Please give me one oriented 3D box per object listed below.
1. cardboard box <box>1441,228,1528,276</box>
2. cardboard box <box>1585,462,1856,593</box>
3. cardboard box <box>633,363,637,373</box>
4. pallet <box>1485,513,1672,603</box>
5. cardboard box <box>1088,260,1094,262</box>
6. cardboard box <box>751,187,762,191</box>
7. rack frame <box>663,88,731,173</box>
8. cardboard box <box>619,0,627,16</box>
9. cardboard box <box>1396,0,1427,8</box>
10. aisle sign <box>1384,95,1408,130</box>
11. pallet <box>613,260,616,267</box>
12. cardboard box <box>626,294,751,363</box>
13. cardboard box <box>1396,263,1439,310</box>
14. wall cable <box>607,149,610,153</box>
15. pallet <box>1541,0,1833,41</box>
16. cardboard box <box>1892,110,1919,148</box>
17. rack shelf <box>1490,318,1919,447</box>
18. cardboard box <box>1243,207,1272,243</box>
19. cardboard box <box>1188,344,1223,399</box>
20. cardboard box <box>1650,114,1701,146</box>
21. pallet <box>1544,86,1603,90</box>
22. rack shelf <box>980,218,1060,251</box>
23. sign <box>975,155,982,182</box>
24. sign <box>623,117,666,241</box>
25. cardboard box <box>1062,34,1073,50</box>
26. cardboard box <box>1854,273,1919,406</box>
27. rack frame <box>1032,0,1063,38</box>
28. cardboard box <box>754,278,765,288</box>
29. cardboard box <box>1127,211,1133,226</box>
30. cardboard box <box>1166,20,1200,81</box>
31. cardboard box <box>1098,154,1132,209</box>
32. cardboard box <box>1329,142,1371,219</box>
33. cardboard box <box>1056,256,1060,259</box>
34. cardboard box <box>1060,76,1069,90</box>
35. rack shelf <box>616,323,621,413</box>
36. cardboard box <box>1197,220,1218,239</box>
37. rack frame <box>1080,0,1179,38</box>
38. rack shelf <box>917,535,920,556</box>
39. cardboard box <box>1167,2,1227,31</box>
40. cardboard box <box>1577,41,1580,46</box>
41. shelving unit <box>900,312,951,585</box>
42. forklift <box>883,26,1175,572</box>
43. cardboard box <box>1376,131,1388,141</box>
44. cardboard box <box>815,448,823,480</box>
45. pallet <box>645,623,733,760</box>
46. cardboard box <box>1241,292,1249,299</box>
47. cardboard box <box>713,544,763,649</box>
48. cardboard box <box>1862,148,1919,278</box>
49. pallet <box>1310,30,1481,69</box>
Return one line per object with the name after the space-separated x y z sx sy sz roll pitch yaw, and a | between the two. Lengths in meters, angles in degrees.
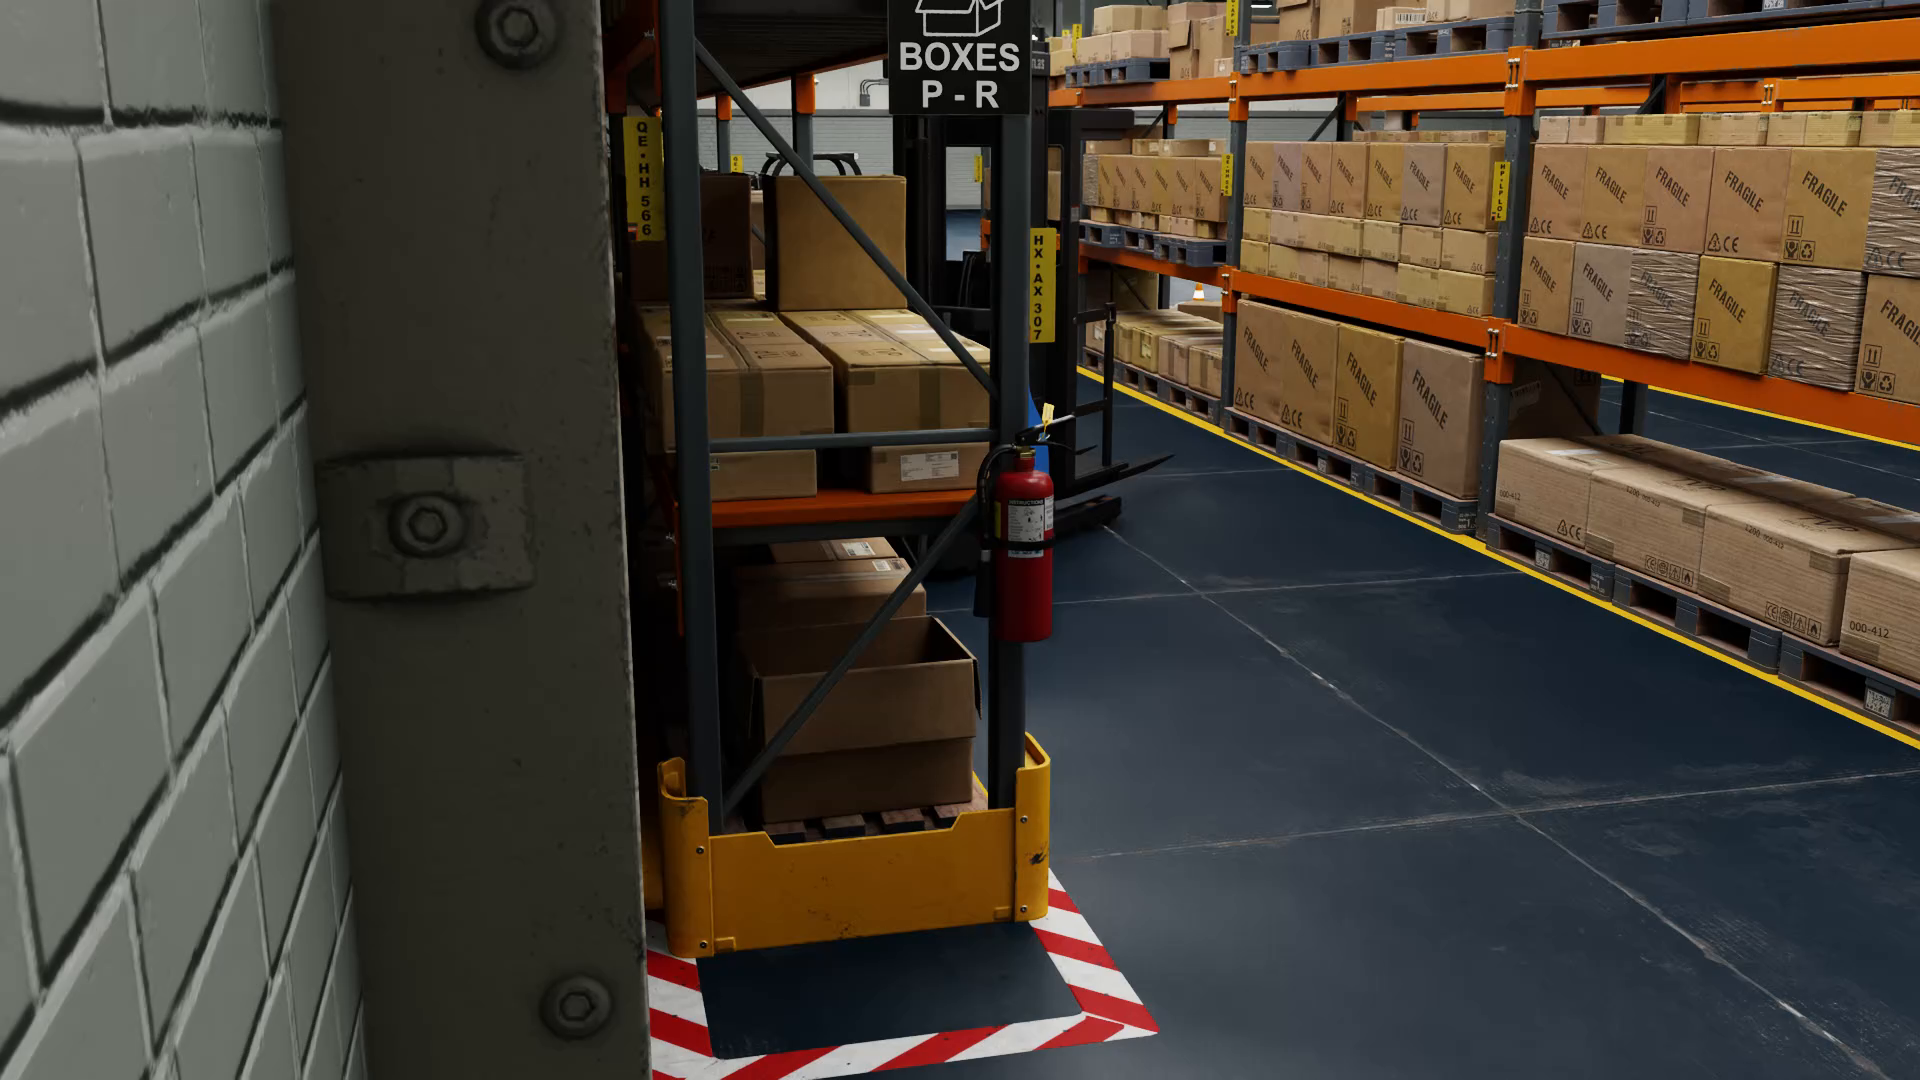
3.243 -1.736 9.976 0.500 0.250 0.500 -3 14 -13 | cardboard box
3.836 -0.080 8.448 0.875 0.438 0.875 -4 14 -15 | cardboard box
-1.315 -0.868 7.687 0.380 0.149 0.250 -3 14 -13 | cardboard box
3.685 0.056 9.252 1.003 0.211 1.213 -3 14 -13 | pallet
1.570 -2.950 19.010 0.500 0.500 0.500 -3 14 -10 | cardboard box
-1.618 -2.011 10.736 0.797 0.503 0.637 -4 14 -14 | cardboard box
-2.181 -2.123 12.298 1.000 3.000 0.127 -3 14 -13 | rack frame
-1.158 -2.147 6.604 0.380 0.149 0.250 -3 14 -12 | cardboard box
3.339 -3.720 11.418 0.500 0.500 0.500 -3 14 -13 | cardboard box
5.827 -5.841 22.039 0.394 0.787 0.004 -3 14 -13 | aisle sign
-1.954 -1.878 11.696 1.213 0.211 1.003 -3 14 -13 | pallet
-1.144 -0.908 7.014 0.500 0.250 0.500 -3 14 -12 | cardboard box
3.114 -1.612 10.522 0.500 0.250 0.500 -3 14 -14 | cardboard box
-11.225 -12.838 50.056 3.097 2.526 0.112 -3 14 -13 | wall cable
3.764 -2.703 8.536 1.003 0.211 1.213 -3 14 -13 | pallet
3.998 -1.649 6.671 0.380 0.149 0.250 -3 14 -12 | cardboard box
4.052 -0.667 7.853 1.077 0.370 4.000 -3 14 -13 | rack shelf
2.522 -2.440 12.857 0.500 0.250 0.500 -3 14 -14 | cardboard box
2.520 -1.459 14.231 0.950 0.372 0.625 -4 14 -17 | cardboard box
3.614 -2.002 8.116 0.380 0.149 0.250 -4 14 -15 | cardboard box
6.755 -4.778 17.248 0.805 0.209 1.217 -4 14 -15 | pallet
1.234 -3.435 19.185 1.077 0.370 4.000 -3 14 -13 | rack shelf
0.237 -4.637 20.761 0.100 0.325 0.005 -3 14 -13 | sign
-0.846 -0.967 4.461 0.100 0.325 0.005 -3 14 -13 | sign
1.281 -5.163 17.267 0.380 0.149 0.250 -4 14 -15 | cardboard box
4.048 -0.817 6.740 0.500 0.500 0.500 -4 14 -14 | cardboard box
0.764 -7.161 20.276 1.000 3.000 0.127 -3 14 -13 | rack frame
-0.753 -1.054 7.608 0.500 0.250 0.500 -3 14 -13 | cardboard box
1.793 -3.022 15.622 0.380 0.149 0.250 -3 14 -13 | cardboard box
2.257 -4.258 14.499 0.797 0.503 0.637 -3 14 -13 | cardboard box
1.653 -3.481 16.133 0.500 0.500 0.500 -3 14 -13 | cardboard box
2.869 -2.457 11.346 0.500 0.500 0.500 -3 14 -12 | cardboard box
0.928 -3.035 19.360 0.500 0.500 0.500 -3 14 -12 | cardboard box
1.276 -4.835 17.607 0.380 0.149 0.250 -3 14 -13 | cardboard box
-1.711 -1.312 10.494 1.077 0.370 4.000 -3 14 -13 | rack shelf
2.204 -2.603 13.906 0.380 0.149 0.250 -3 14 -12 | cardboard box
1.704 -6.238 16.499 1.000 3.000 0.127 -3 14 -13 | rack frame
-0.487 -0.182 8.713 0.431 0.370 0.720 0 16 -24 | rack shelf
2.225 -4.794 15.287 0.500 0.250 0.500 -3 14 -12 | cardboard box
6.813 -5.106 17.405 0.500 0.250 0.500 -3 14 -13 | cardboard box
-0.452 -0.496 8.632 0.431 1.500 0.755 0 16 -24 | shelving unit
0.350 -1.546 10.081 1.130 2.935 3.031 9 16 33 | forklift
5.820 -4.933 21.209 0.875 0.550 0.550 -3 14 -13 | cardboard box
-0.641 -0.279 5.279 0.380 0.149 0.250 -3 14 -12 | cardboard box
-0.791 0.595 7.049 1.003 0.211 1.213 -3 14 -13 | pallet
3.638 -2.770 20.203 0.637 0.503 0.797 10 17 35 | cardboard box
-0.760 0.147 7.386 0.700 0.500 0.500 -4 14 -15 | cardboard box
4.026 -1.306 6.637 0.500 0.500 0.500 -3 14 -13 | cardboard box
3.111 -3.363 11.449 1.003 0.211 1.213 -3 14 -11 | pallet
